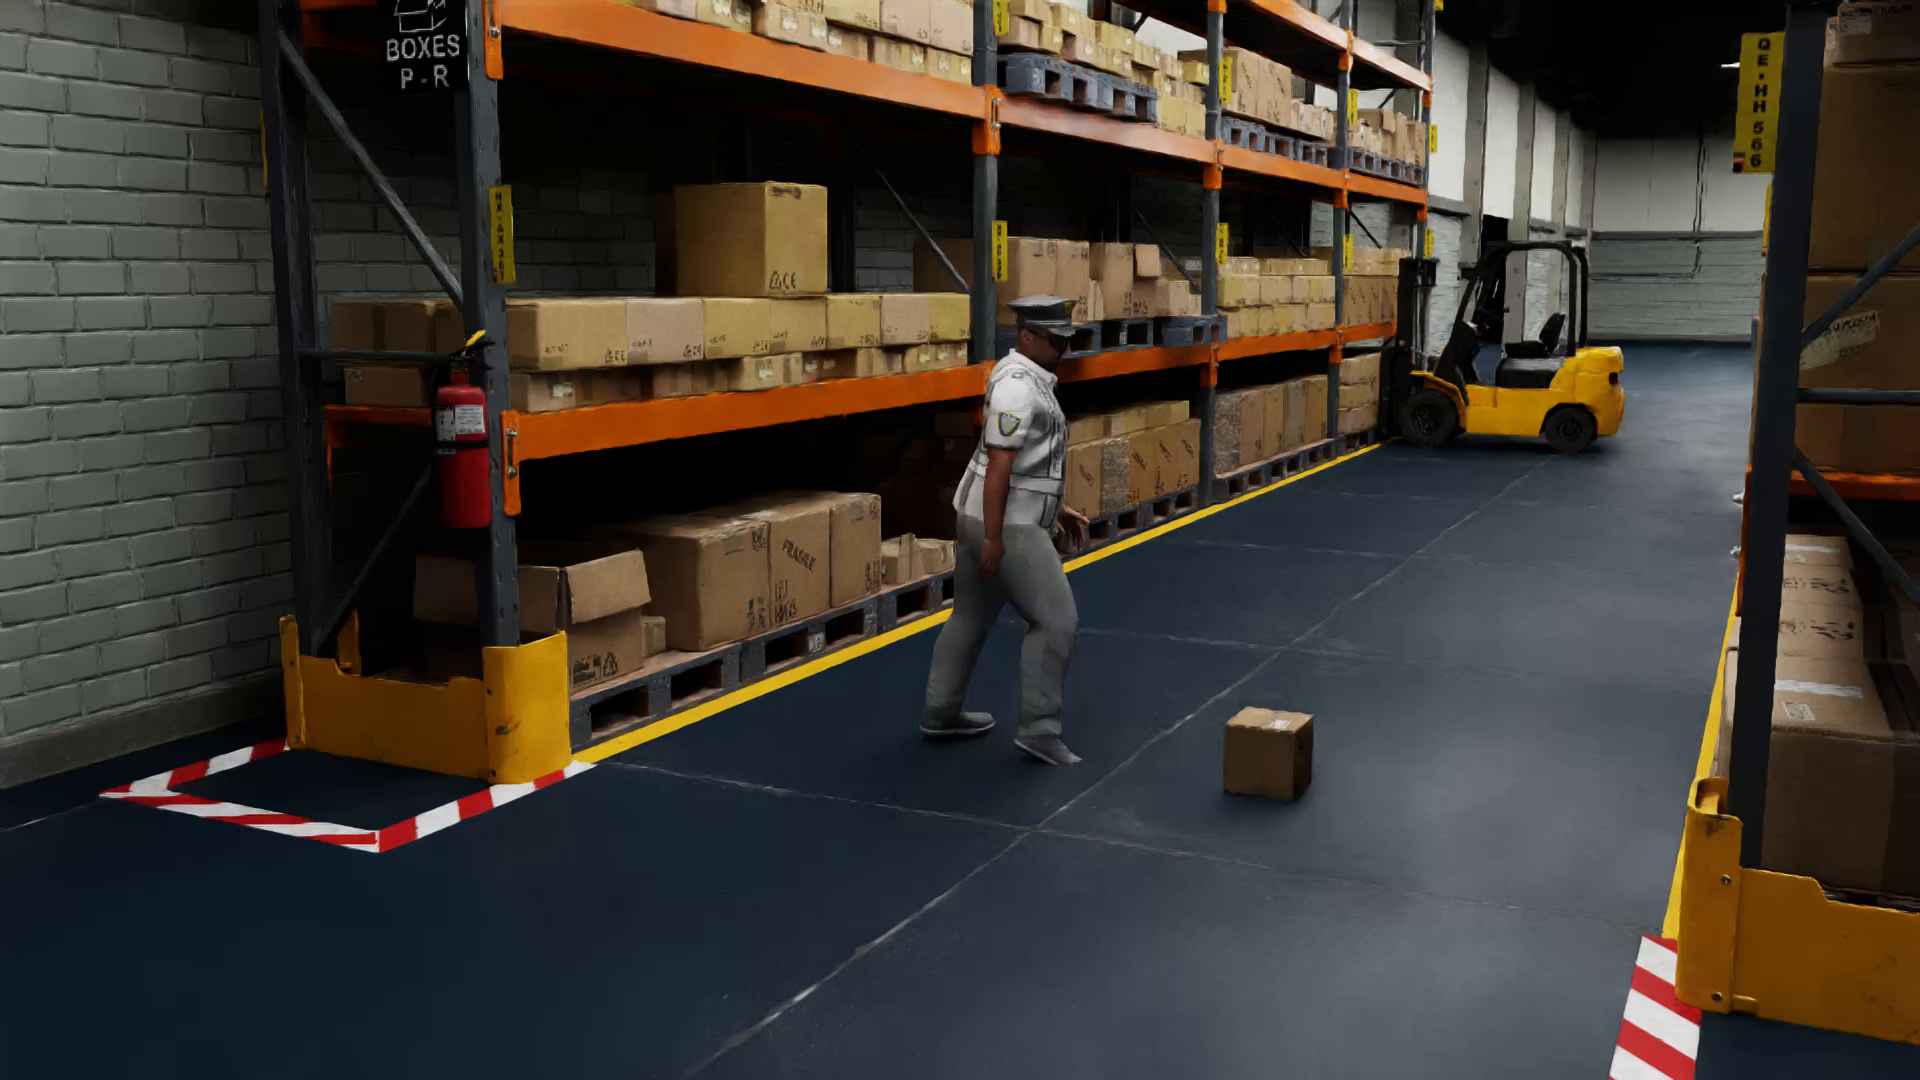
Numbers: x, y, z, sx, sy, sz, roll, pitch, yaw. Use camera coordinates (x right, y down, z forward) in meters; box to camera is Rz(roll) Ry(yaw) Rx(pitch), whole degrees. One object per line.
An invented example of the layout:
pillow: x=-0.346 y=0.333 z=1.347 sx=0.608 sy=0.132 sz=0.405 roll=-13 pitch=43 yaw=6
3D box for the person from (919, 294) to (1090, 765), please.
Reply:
person: x=0.199 y=-0.019 z=6.253 sx=0.681 sy=1.793 sz=0.583 roll=-1 pitch=9 yaw=-9
